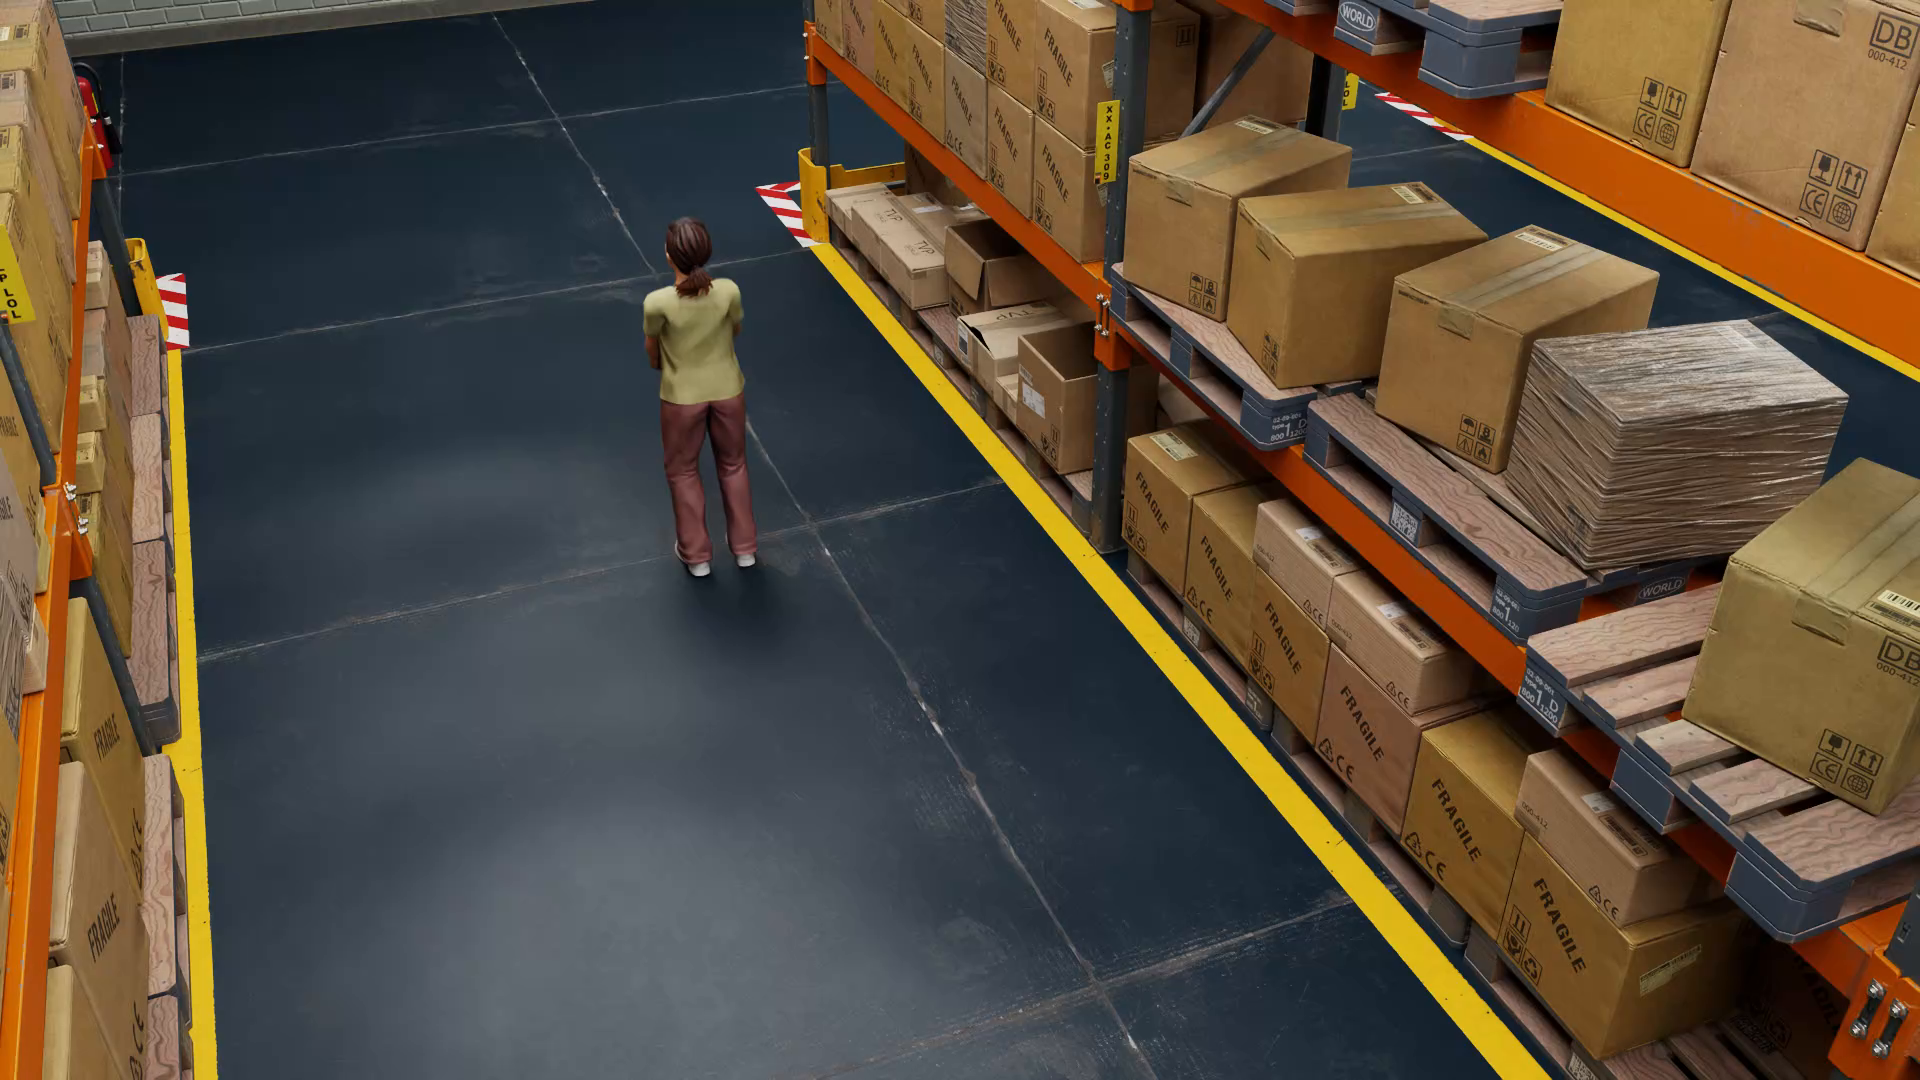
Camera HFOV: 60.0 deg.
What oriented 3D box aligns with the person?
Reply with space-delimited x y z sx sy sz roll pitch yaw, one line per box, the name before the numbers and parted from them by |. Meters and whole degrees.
person | -1.119 -0.635 7.109 0.426 1.665 0.549 -12 36 -18
